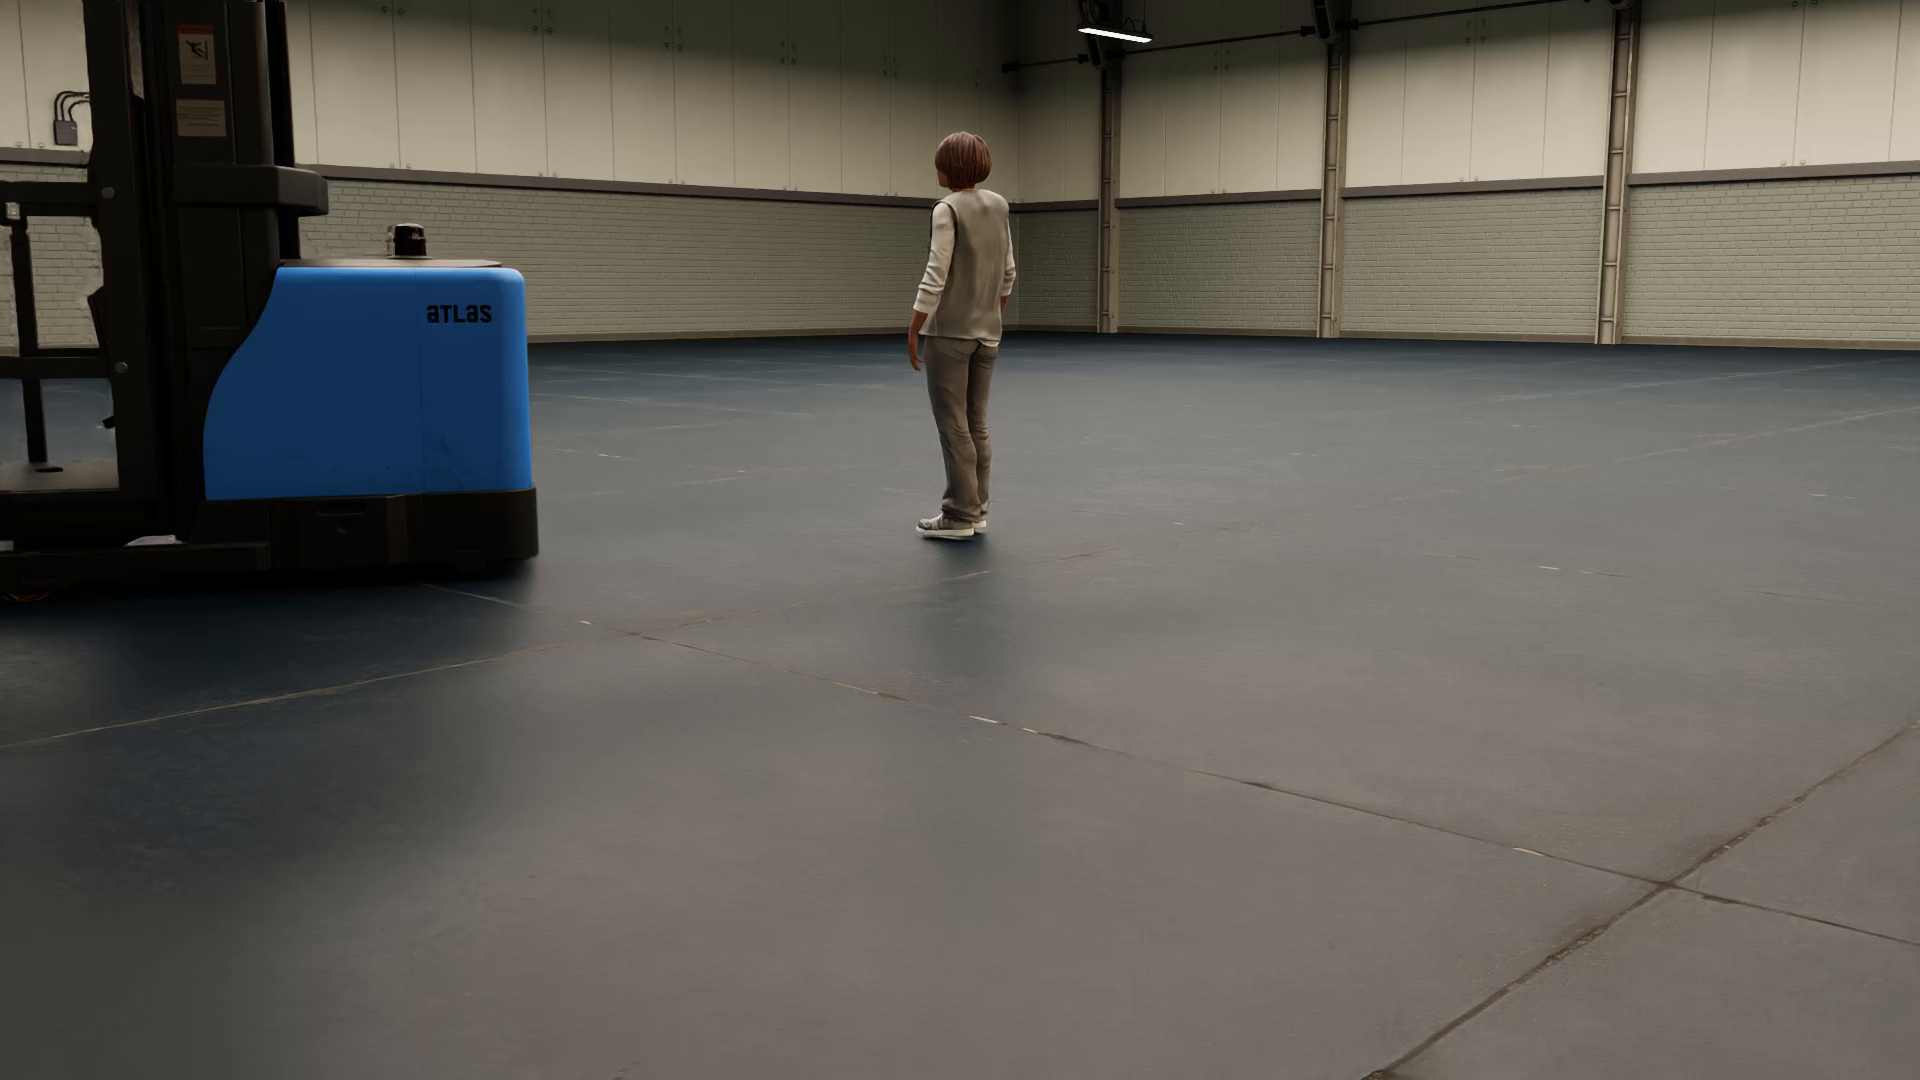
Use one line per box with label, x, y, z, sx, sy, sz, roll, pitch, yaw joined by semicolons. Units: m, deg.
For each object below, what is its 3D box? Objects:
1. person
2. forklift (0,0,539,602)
person;-0.043;-0.806;6.658;0.475;1.596;0.521;8;12;43
forklift;-3.071;-1.327;5.689;3.031;2.935;1.130;-2;9;-16
